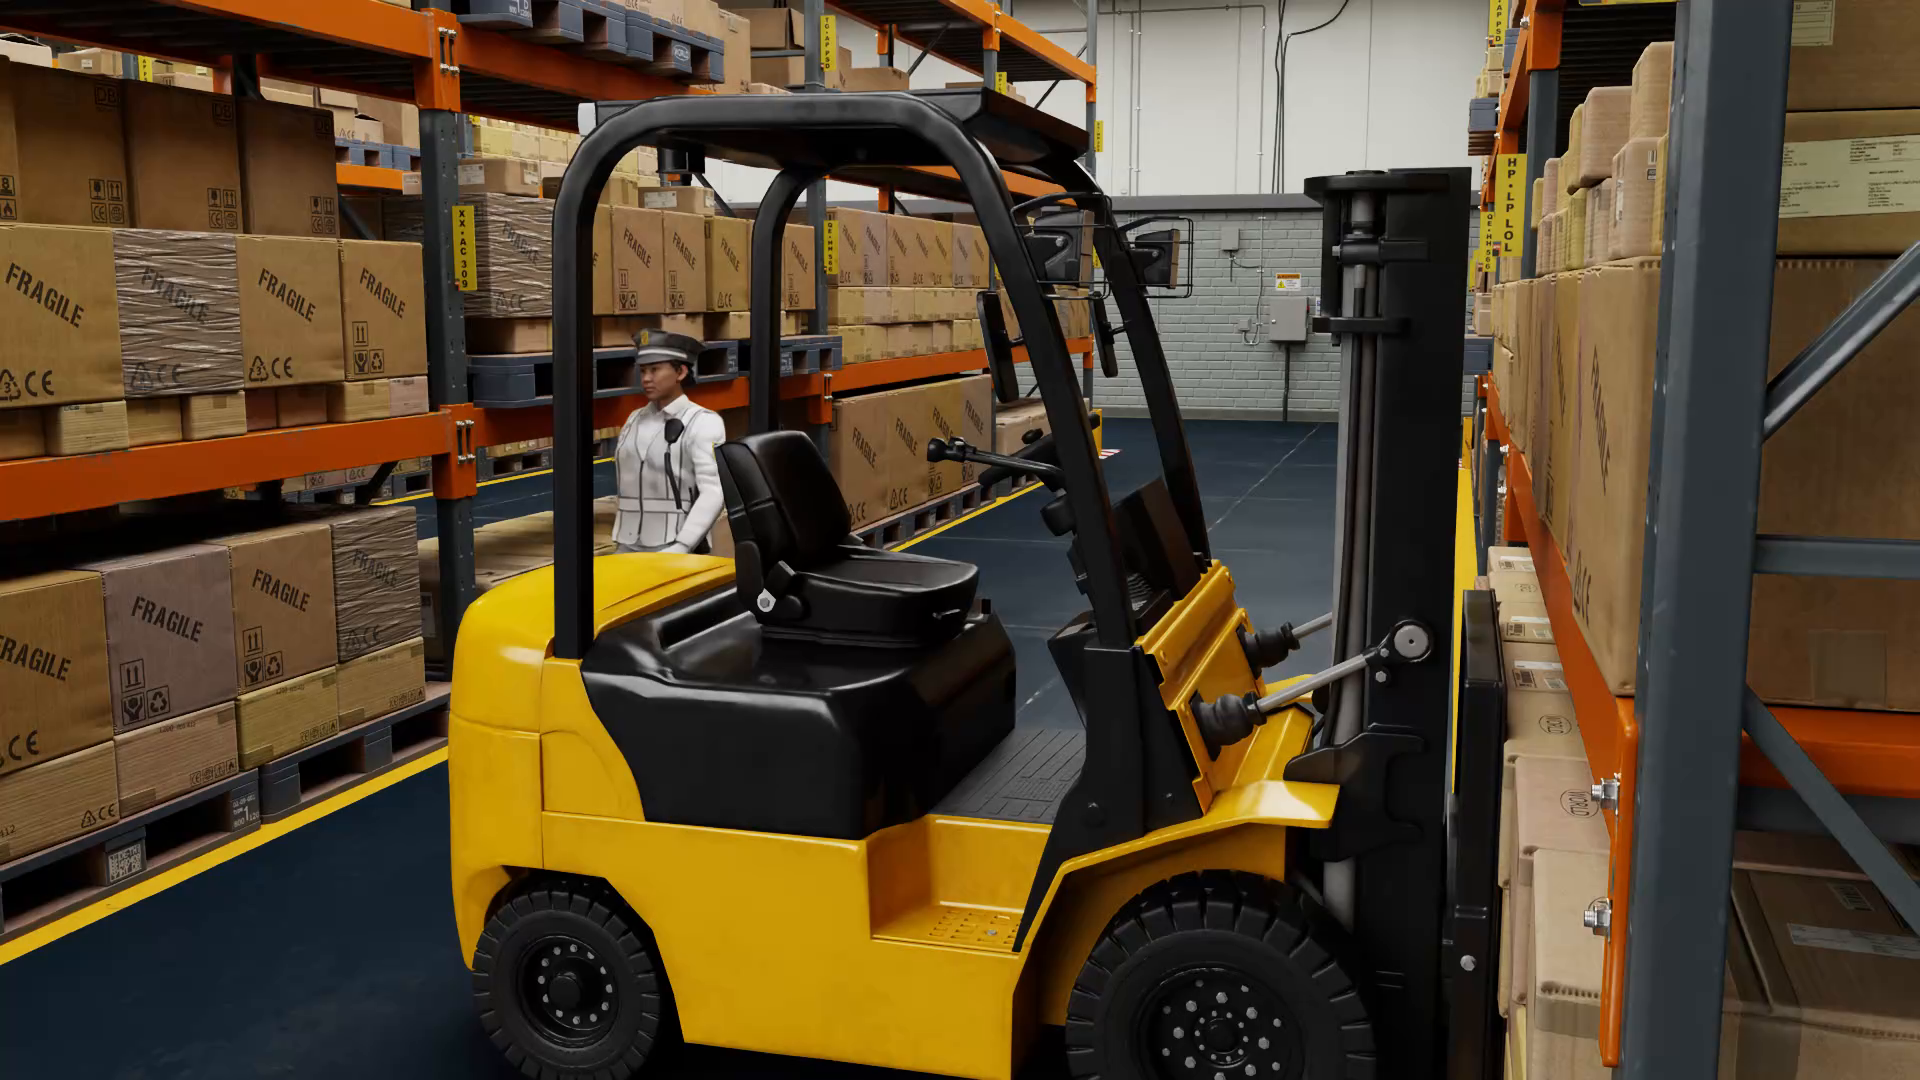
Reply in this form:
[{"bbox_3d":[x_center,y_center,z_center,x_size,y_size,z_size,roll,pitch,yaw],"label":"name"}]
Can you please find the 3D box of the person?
[{"bbox_3d":[-1.111,0.081,5.968,0.538,1.668,0.622,4,10,27],"label":"person"}]
